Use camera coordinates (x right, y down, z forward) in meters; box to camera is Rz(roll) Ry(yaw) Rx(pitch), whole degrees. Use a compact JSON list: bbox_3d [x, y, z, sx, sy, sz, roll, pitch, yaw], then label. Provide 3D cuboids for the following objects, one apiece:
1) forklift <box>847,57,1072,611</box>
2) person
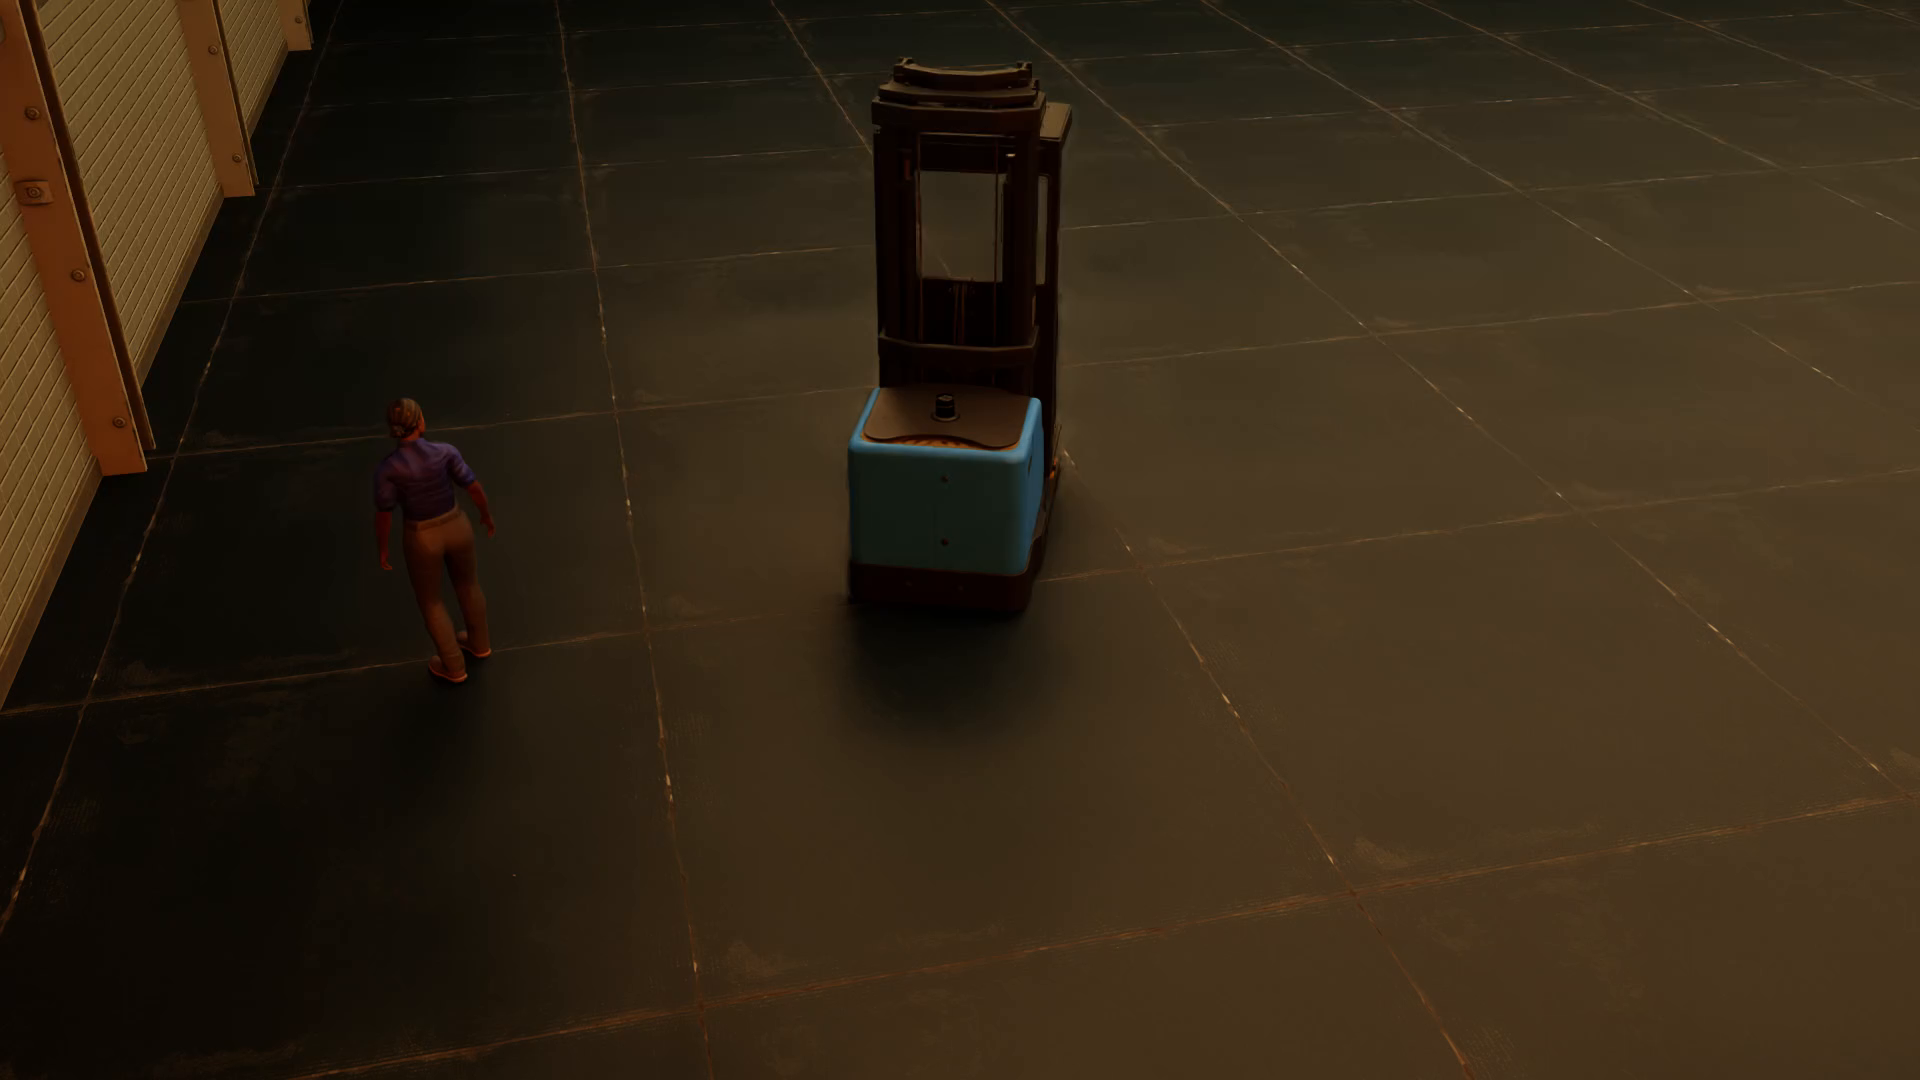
[{"bbox_3d":[0.078,-1.574,10.294,1.130,2.935,3.031,4,30,7],"label":"forklift"},{"bbox_3d":[-2.820,-0.028,8.906,0.637,1.650,0.444,-20,36,-31],"label":"person"}]
